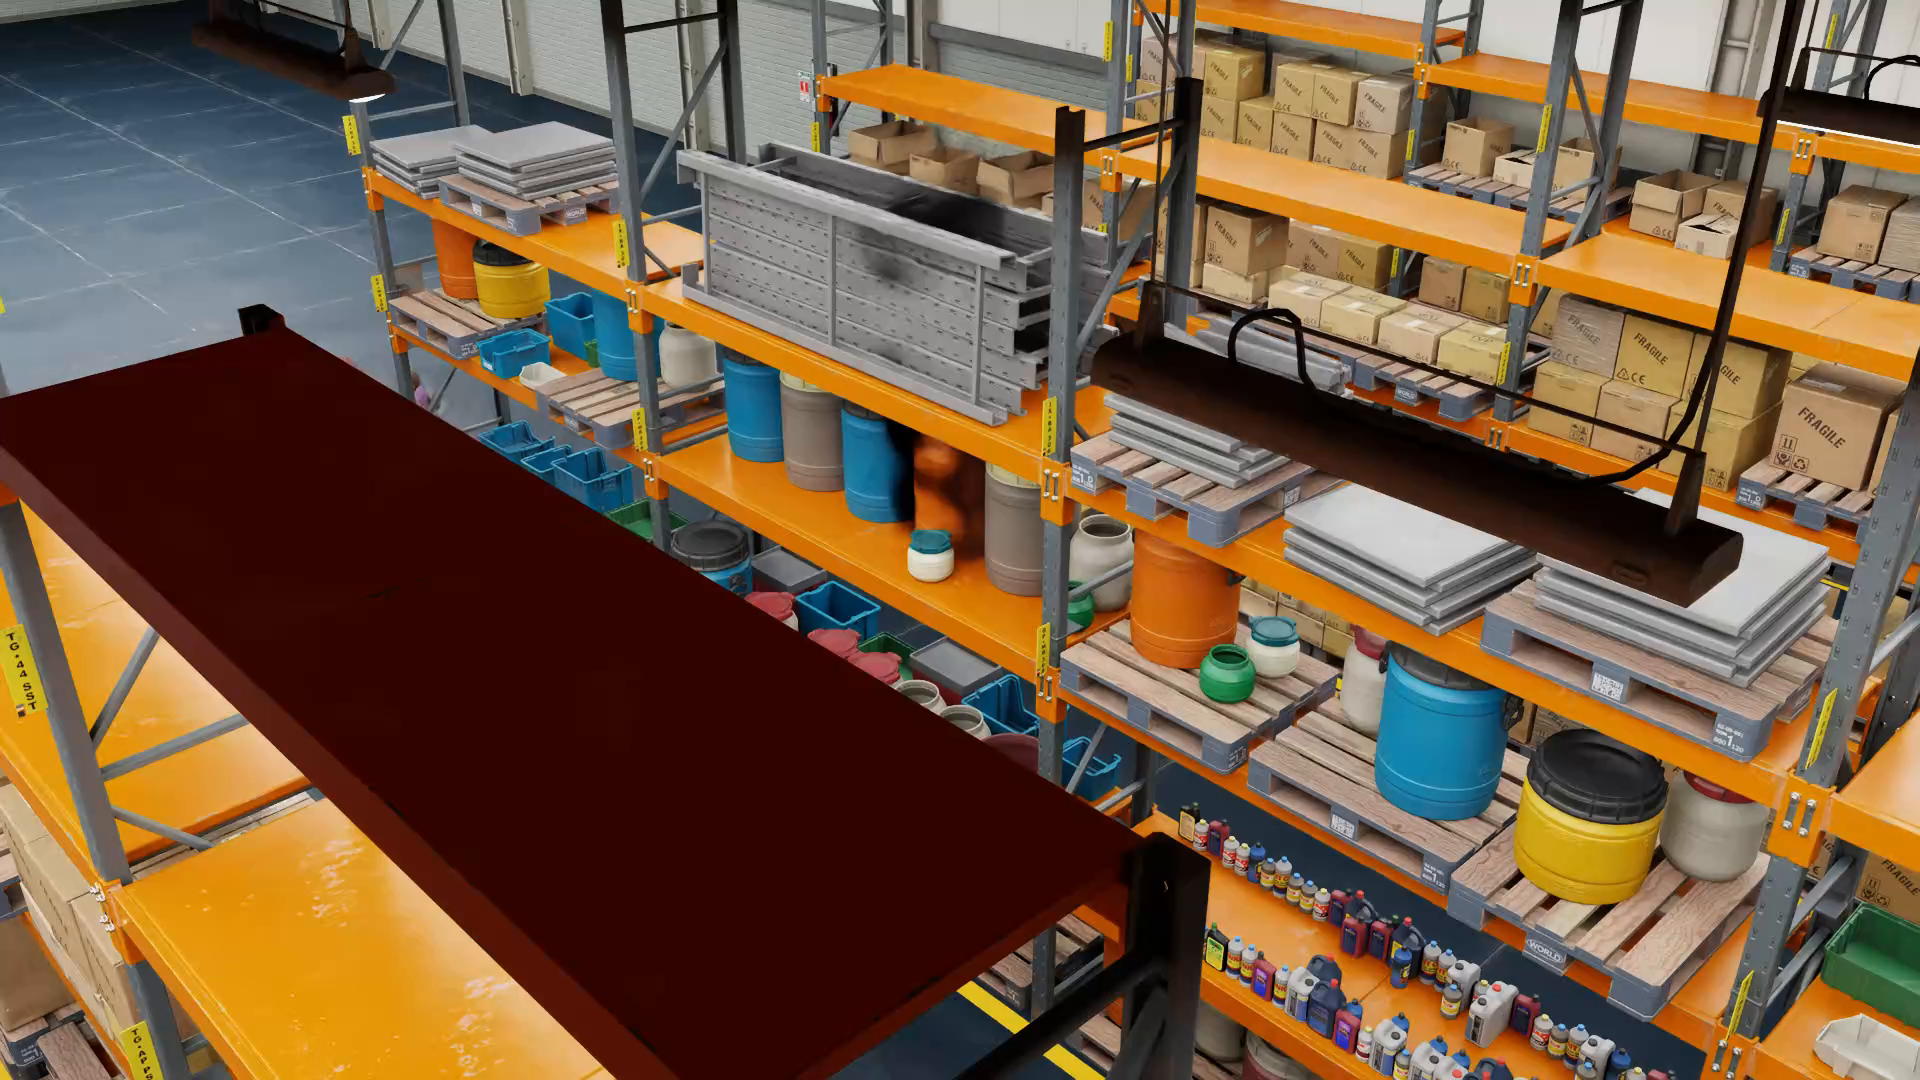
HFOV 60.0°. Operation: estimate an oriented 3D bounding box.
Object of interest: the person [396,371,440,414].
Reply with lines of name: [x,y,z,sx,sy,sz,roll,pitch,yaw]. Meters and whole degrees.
person: [-5.430,-0.983,17.012,0.775,1.616,0.552,-3,28,-6]
